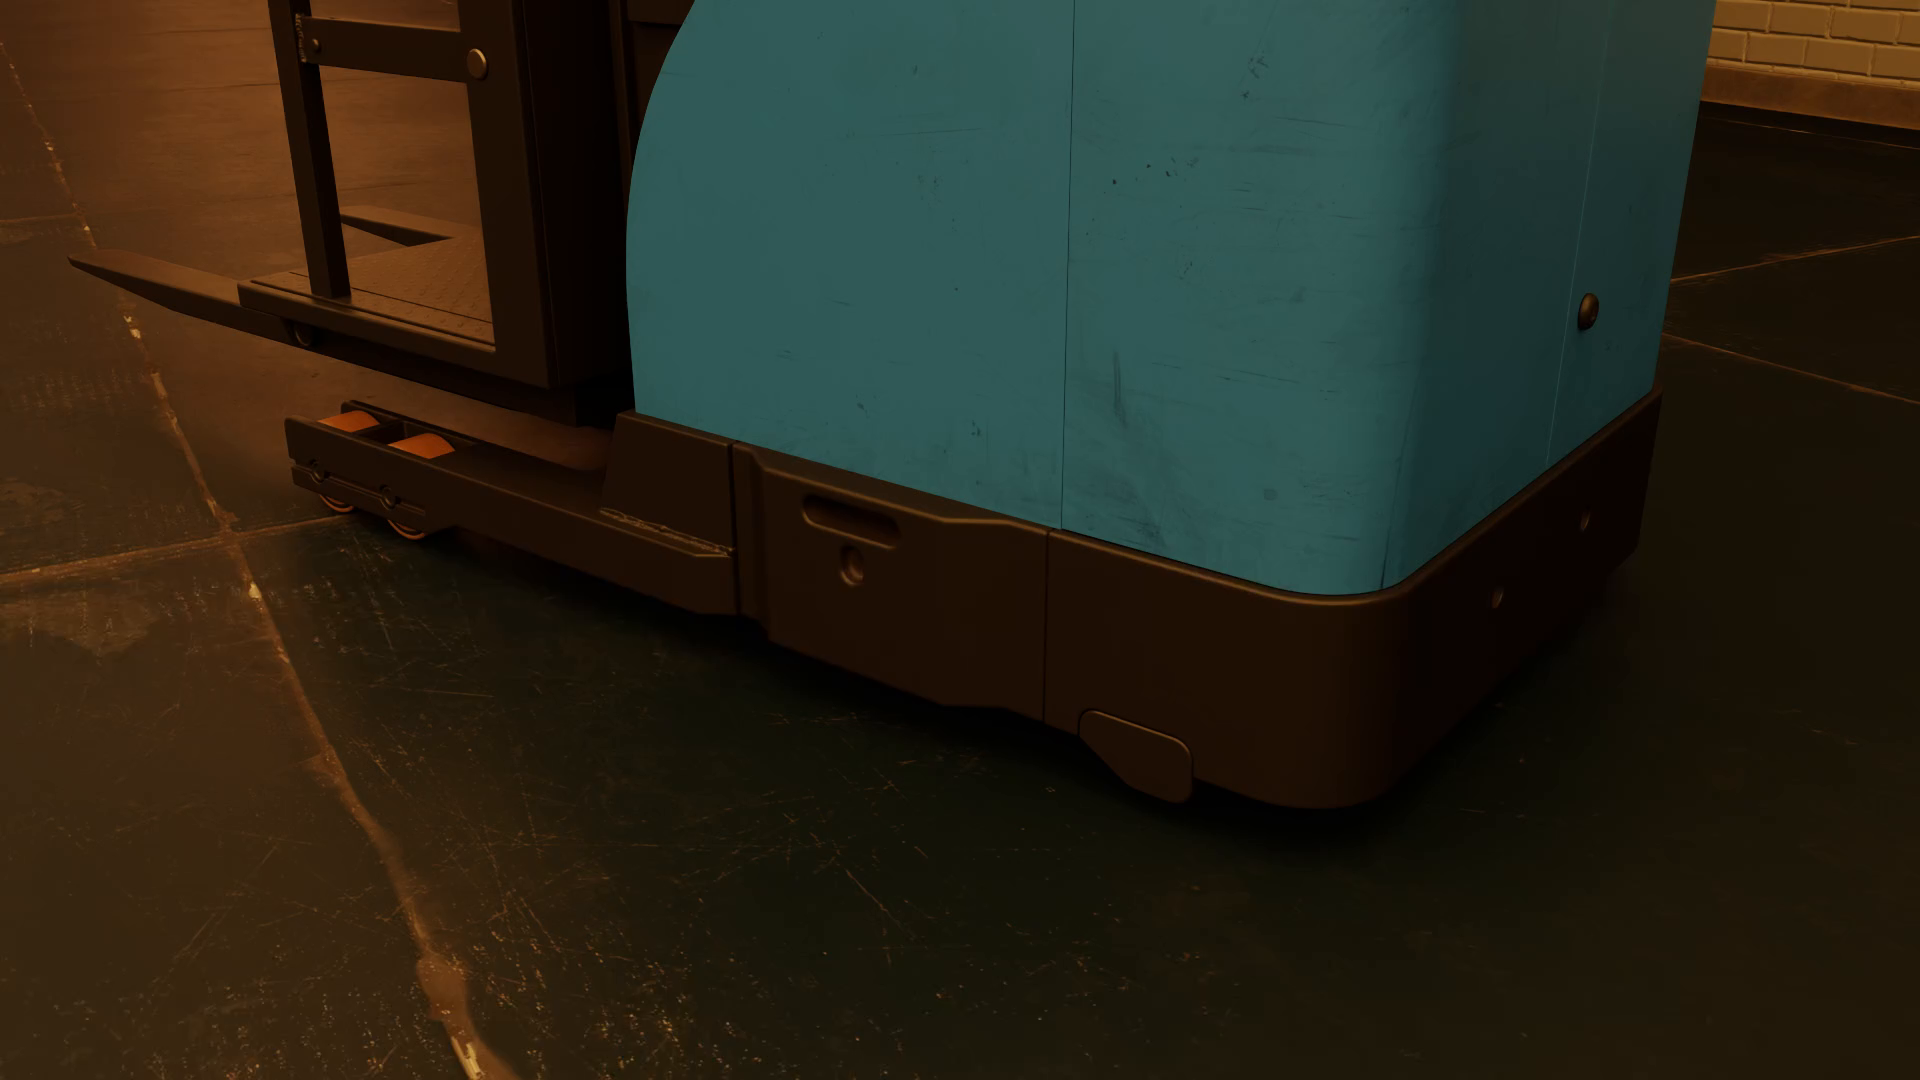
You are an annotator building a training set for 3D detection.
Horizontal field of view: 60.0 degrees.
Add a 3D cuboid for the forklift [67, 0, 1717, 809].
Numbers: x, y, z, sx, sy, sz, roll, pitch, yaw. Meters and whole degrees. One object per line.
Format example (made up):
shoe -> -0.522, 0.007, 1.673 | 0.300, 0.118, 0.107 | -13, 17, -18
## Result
forklift -> -0.481, -1.497, 2.422 | 3.031, 2.935, 1.130 | 16, 27, 34
